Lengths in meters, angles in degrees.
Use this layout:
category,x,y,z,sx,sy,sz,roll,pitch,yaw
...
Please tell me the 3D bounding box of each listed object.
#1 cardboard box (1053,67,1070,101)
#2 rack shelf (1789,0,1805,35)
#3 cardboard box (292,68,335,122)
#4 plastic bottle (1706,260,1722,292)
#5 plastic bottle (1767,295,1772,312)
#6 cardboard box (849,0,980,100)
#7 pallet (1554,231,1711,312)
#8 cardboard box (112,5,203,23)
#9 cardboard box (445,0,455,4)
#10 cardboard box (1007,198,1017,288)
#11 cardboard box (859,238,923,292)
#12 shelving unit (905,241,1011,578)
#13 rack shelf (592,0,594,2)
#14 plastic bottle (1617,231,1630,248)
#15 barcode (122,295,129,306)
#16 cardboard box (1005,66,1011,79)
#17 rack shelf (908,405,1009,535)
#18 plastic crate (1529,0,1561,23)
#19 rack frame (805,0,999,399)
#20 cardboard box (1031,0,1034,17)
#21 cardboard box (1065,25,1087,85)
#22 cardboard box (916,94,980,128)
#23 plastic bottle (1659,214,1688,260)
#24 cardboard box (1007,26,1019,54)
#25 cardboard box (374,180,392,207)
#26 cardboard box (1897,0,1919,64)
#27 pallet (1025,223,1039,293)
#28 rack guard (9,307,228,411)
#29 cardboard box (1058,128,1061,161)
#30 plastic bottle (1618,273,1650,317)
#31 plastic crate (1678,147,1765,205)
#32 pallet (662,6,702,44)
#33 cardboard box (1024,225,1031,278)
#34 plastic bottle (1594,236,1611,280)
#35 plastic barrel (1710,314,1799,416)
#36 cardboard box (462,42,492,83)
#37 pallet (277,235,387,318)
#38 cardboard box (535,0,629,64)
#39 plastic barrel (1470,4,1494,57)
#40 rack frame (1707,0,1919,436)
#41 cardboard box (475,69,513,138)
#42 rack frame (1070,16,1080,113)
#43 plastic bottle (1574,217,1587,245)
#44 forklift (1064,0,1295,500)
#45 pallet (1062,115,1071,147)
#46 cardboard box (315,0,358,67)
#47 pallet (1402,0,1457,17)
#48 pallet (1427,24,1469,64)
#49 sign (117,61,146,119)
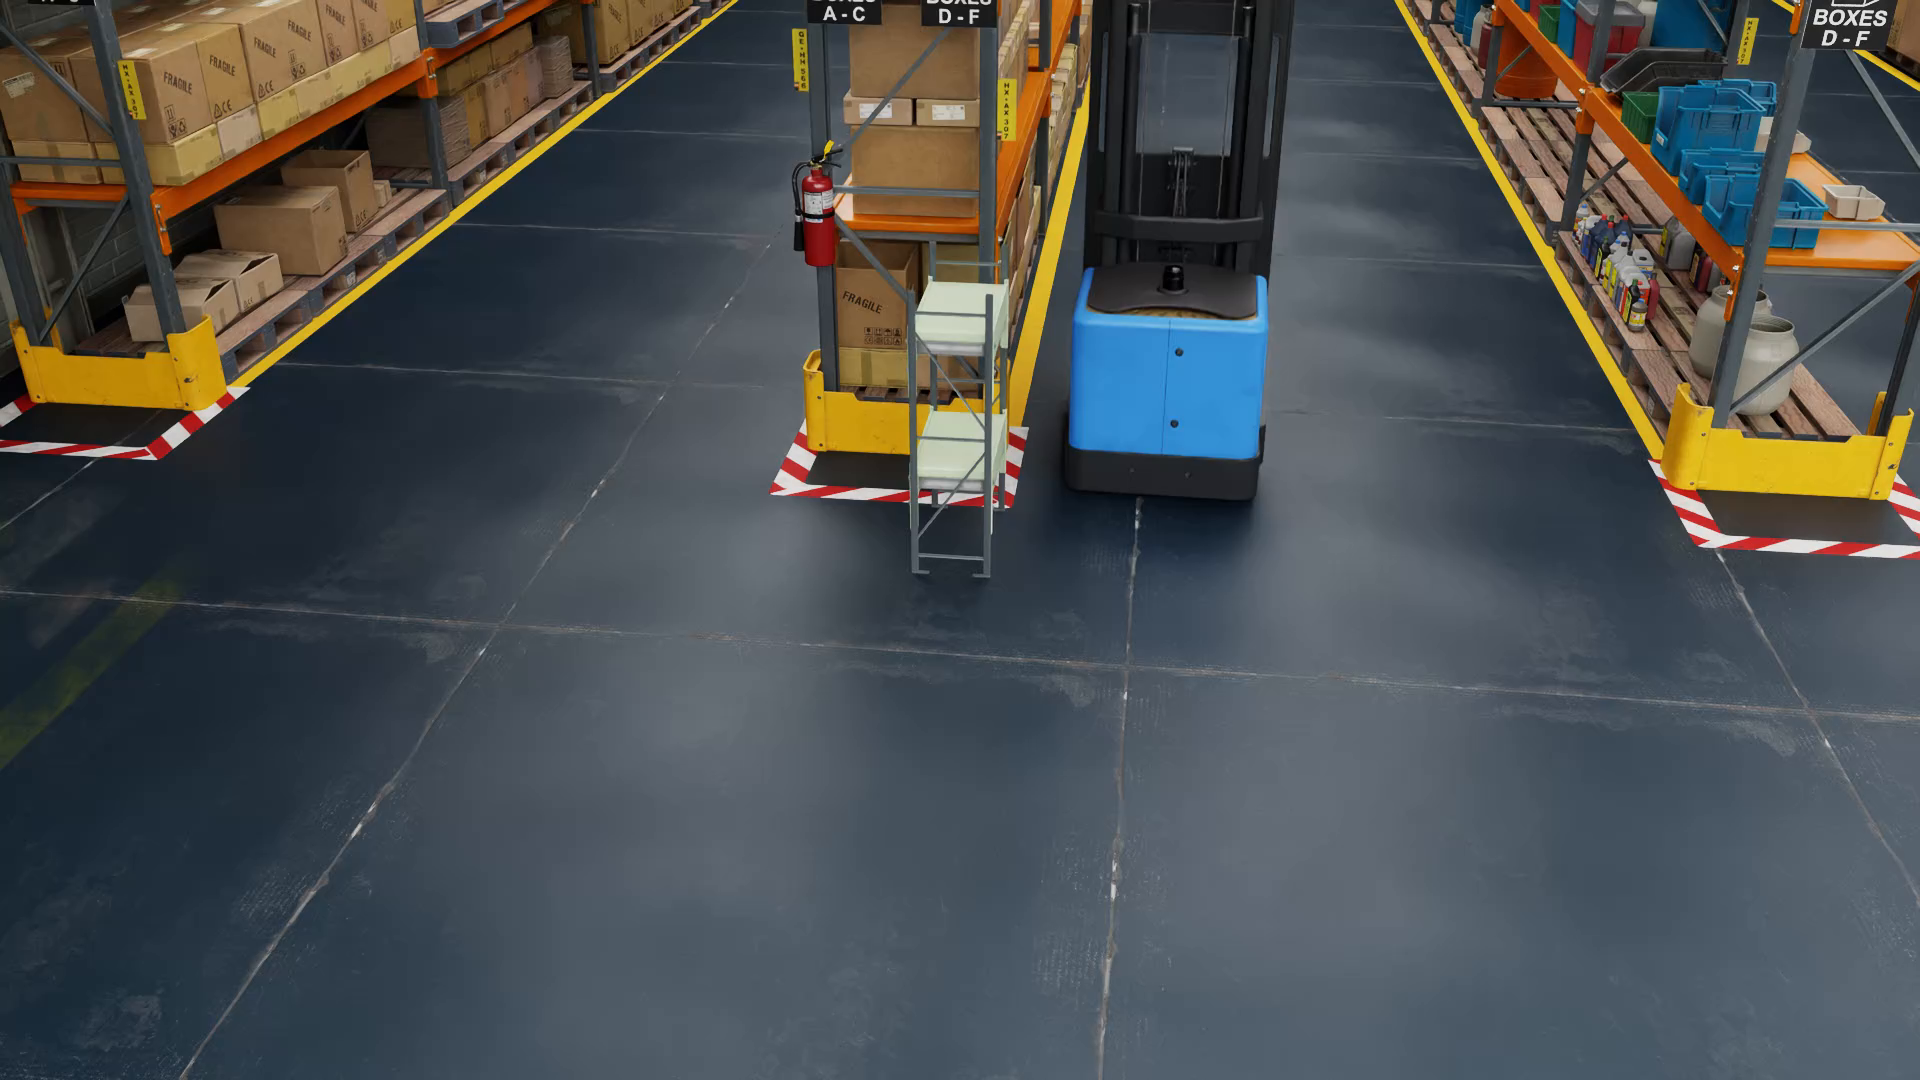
category,x,y,z,sx,sy,sz,roll,pitch,yaw
cardboard box,0.737,-4.148,15.151,0.500,0.311,0.500,3,28,6
rack shelf,4.859,-3.560,9.791,1.077,0.370,4.000,3,28,6
cardboard box,-4.661,-3.067,11.417,0.500,0.250,0.500,4,29,7
plastic bottle,5.225,-1.853,11.435,0.152,0.276,0.135,4,29,7
plastic bottle,5.146,-1.442,10.677,0.097,0.271,0.097,0,28,0
cardboard box,-0.225,-2.763,9.243,0.700,0.500,0.500,3,29,6
pallet,4.981,-1.956,12.158,1.003,0.211,1.213,3,28,6
cardboard box,-5.241,-3.177,10.831,0.500,0.500,0.500,3,28,5
cardboard box,-4.556,-4.811,13.948,0.700,0.500,0.500,6,29,11
cardboard box,0.093,-1.920,10.816,0.500,0.500,0.500,3,28,6
cardboard box,-0.423,-1.950,10.872,0.500,0.500,0.500,3,28,6
shelving unit,-0.001,-0.657,8.388,0.431,1.500,0.755,3,28,6
rack shelf,-3.993,-6.581,18.561,1.077,0.370,4.000,3,28,6
plastic bottle,4.696,-2.059,11.821,0.097,0.271,0.097,0,28,0
barcode,-5.439,-1.556,10.838,0.001,0.075,0.075,3,28,6
cardboard box,-0.044,-2.896,10.857,0.700,0.500,0.500,4,29,8
rack shelf,-0.001,-0.370,8.543,0.431,0.370,0.720,3,28,6
plastic crate,5.093,-4.665,14.180,0.402,0.464,0.583,3,28,6
rack frame,-0.301,-1.904,9.121,1.000,3.000,0.127,3,28,6
cardboard box,0.336,-3.860,11.962,0.380,0.149,0.250,3,28,5
cardboard box,1.018,-4.961,16.967,0.500,0.500,0.500,5,29,8
cardboard box,-0.039,-2.406,9.264,0.380,0.149,0.250,3,28,6
plastic bottle,5.169,-2.213,12.025,0.144,0.351,0.185,3,28,6
cardboard box,0.182,-3.253,10.837,0.380,0.149,0.250,4,29,8
cardboard box,-4.764,-2.766,13.244,0.380,0.166,0.250,0,28,0
cardboard box,10.833,-5.502,17.597,1.225,0.875,0.875,2,28,4
pallet,0.050,-2.187,12.587,1.003,0.211,1.213,3,28,6
rack guard,-5.209,-1.125,10.312,1.175,0.500,0.348,3,28,6
cardboard box,0.609,-3.421,14.394,0.500,0.250,0.500,3,28,5
plastic bottle,4.462,-1.616,10.995,0.152,0.276,0.135,4,29,7
plastic crate,4.464,-2.107,9.656,0.499,0.251,0.408,3,28,6
pallet,-3.767,-6.243,20.116,1.003,0.211,1.213,3,28,6
cardboard box,0.231,-2.059,11.866,0.500,0.250,0.500,3,28,6
plastic bottle,4.509,-1.975,11.654,0.061,0.283,0.133,5,29,8
plastic barrel,4.619,-1.018,9.658,0.421,0.512,0.421,0,28,0
cardboard box,-4.544,-4.296,14.943,0.500,0.250,0.500,3,28,5
pallet,-4.922,-1.951,12.149,1.003,0.211,1.213,3,28,6
cardboard box,-4.017,-5.533,17.681,0.750,0.750,0.750,3,28,6
plastic barrel,5.757,-5.504,17.983,0.421,0.512,0.421,0,28,0
rack frame,4.614,-1.614,8.584,1.000,3.000,0.127,3,28,6
cardboard box,-4.538,-3.998,15.179,0.700,0.500,0.500,4,29,7
rack frame,0.679,-5.670,16.111,1.000,3.000,0.127,3,28,6
plastic bottle,4.618,-2.287,12.318,0.097,0.201,0.097,0,28,0
forklift,1.301,-2.180,9.707,1.130,2.935,3.031,4,29,7
pallet,0.539,-4.057,16.058,1.003,0.211,1.213,3,28,6
cardboard box,-4.607,-3.634,11.678,0.500,0.500,0.500,3,28,5
pallet,6.283,-6.960,21.446,1.003,0.211,1.213,3,28,6
pallet,5.949,-5.675,19.060,1.003,0.211,1.213,3,28,6
sign,-4.679,-2.540,9.389,0.100,0.325,0.005,3,28,6
